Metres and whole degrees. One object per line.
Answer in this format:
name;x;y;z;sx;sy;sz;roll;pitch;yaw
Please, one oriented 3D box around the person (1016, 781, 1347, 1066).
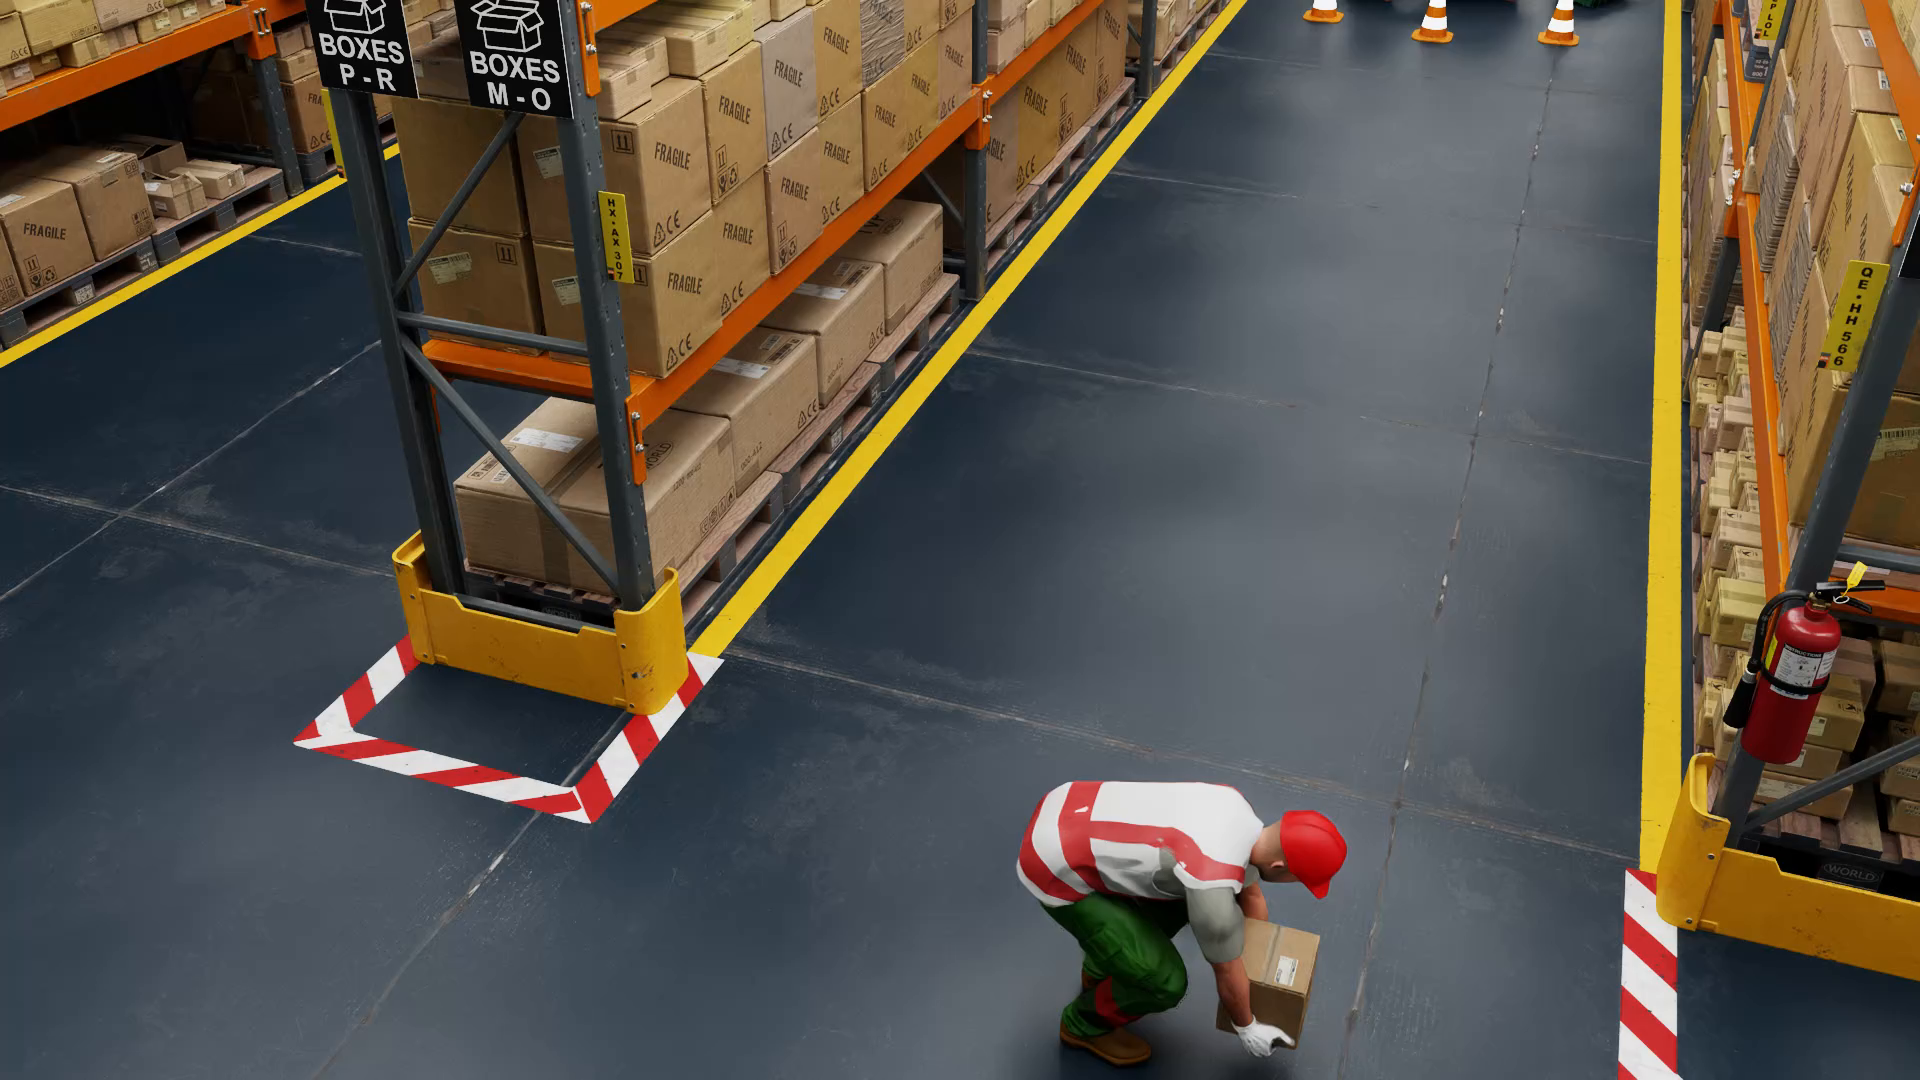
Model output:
person;0.648;1.154;5.076;0.950;0.987;0.535;10;34;15
